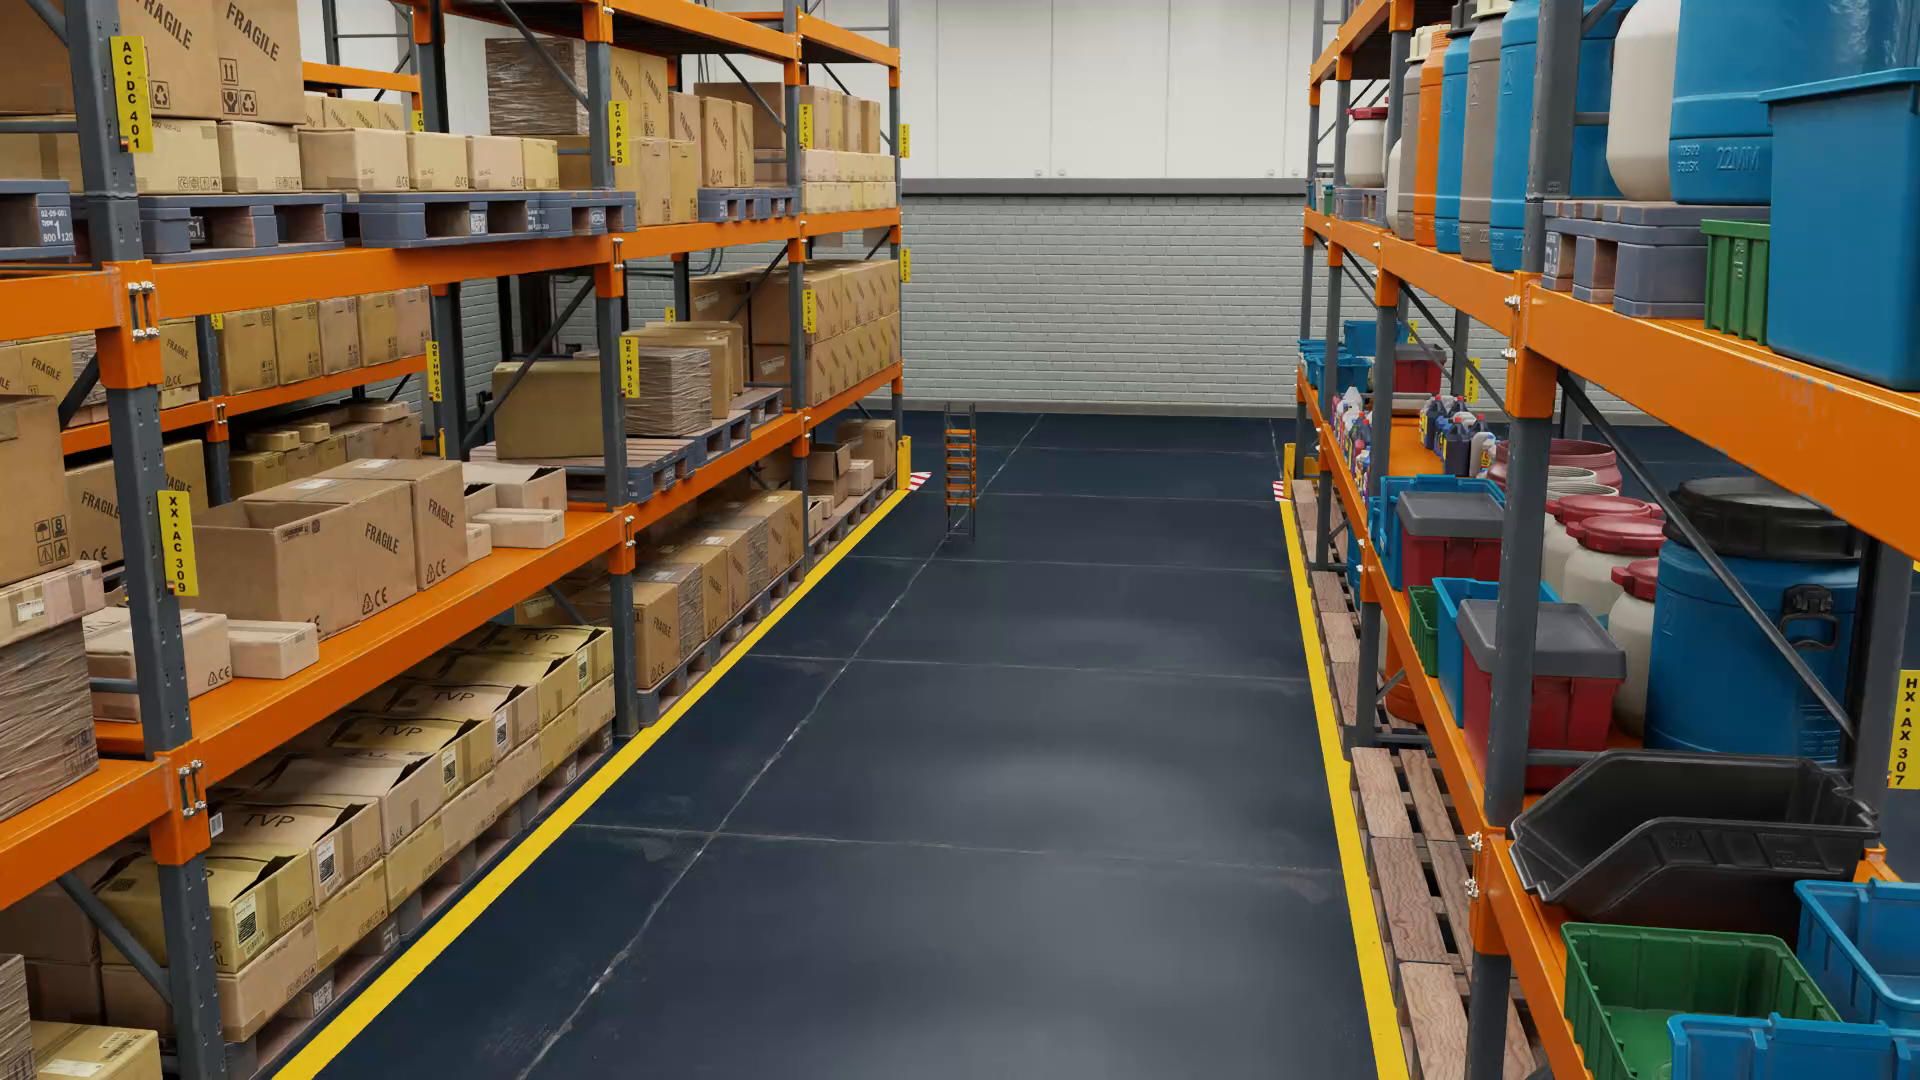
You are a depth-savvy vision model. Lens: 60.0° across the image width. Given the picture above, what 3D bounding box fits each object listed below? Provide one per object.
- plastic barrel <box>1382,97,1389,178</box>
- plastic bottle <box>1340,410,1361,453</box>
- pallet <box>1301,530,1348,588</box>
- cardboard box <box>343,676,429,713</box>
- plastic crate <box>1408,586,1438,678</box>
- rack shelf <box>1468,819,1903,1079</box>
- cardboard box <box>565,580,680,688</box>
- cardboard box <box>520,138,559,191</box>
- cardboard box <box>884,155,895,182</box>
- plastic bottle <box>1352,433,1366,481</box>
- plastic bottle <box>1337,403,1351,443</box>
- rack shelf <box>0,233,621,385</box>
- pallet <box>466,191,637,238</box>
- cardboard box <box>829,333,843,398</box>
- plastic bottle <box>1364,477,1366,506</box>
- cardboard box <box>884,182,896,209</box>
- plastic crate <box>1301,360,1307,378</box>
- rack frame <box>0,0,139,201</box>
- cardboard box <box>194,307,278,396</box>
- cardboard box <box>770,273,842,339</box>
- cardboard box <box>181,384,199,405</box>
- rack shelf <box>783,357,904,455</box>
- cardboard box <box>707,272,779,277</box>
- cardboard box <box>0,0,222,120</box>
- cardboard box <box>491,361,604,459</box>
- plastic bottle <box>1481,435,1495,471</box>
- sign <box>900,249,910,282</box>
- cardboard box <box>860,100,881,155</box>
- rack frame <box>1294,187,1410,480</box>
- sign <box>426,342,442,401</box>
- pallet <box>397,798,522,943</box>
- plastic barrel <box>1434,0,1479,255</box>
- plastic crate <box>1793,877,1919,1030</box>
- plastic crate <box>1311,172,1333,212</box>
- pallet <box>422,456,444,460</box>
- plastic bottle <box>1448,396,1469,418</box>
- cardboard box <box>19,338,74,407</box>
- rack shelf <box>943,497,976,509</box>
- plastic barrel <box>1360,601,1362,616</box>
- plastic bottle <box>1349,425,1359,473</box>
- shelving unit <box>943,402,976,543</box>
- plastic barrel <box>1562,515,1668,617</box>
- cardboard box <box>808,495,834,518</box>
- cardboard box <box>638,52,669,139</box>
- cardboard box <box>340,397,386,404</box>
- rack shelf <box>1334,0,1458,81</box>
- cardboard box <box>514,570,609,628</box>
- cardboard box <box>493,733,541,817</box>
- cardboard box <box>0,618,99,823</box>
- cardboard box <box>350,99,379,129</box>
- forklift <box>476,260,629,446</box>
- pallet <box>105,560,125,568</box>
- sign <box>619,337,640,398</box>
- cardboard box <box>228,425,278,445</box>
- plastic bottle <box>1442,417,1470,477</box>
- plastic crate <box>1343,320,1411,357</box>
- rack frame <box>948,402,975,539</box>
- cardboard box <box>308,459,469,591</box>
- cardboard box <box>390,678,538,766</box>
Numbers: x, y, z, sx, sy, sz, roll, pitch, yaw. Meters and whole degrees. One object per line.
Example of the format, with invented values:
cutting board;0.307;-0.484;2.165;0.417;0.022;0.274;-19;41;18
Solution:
plastic barrel;2.695;-2.328;9.737;0.433;0.535;0.433;0;12;0
plastic bottle;2.597;-0.711;10.969;0.152;0.276;0.135;2;12;9
pallet;3.262;0.160;13.250;1.003;0.211;1.213;2;12;9
cardboard box;-2.846;0.803;7.848;0.500;0.311;0.500;2;12;7
plastic crate;1.945;0.348;6.259;0.450;0.188;0.662;2;12;9
rack shelf;1.649;1.385;2.656;1.077;0.370;4.000;2;12;9
cardboard box;-1.970;0.544;9.738;0.500;0.500;0.500;2;12;11
cardboard box;-2.336;-1.879;8.333;0.500;0.250;0.500;1;12;4
cardboard box;-0.919;-3.565;15.964;0.500;0.250;0.500;2;12;9
plastic bottle;2.388;-0.495;9.947;0.061;0.283;0.133;2;12;9
plastic bottle;2.638;-0.802;11.402;0.097;0.271;0.097;0;12;0
rack shelf;-2.630;-1.076;6.952;1.077;0.370;4.000;2;12;9
pallet;-2.338;-1.607;8.159;1.213;0.211;1.003;2;12;11
cardboard box;-1.284;-1.463;13.924;0.500;0.500;0.500;2;12;10
plastic bottle;2.284;-0.288;9.183;0.097;0.201;0.097;0;12;0
cardboard box;-0.910;-3.320;16.016;0.500;0.250;0.500;2;12;9
plastic crate;3.203;-1.536;14.983;0.250;0.136;0.298;2;12;9
rack frame;-2.937;-2.477;4.629;1.000;3.000;0.127;2;12;9
cardboard box;-6.503;-1.629;14.219;0.980;0.700;0.700;2;12;10
cardboard box;-1.278;-1.944;13.783;0.500;0.500;0.500;1;12;7
cardboard box;-6.375;-1.177;13.384;0.380;0.149;0.250;2;12;9
rack shelf;-1.399;-1.275;14.996;1.077;0.370;4.000;2;12;9
cardboard box;-1.809;-1.968;13.895;0.500;0.500;0.500;2;12;8
cardboard box;-2.803;-1.637;5.427;0.500;0.500;0.500;2;12;9
cardboard box;-2.337;-0.766;9.695;0.700;0.500;0.500;-2;12;-10
plastic bottle;3.180;-0.496;9.982;0.097;0.271;0.097;0;12;0
sign;-0.546;-2.741;16.594;0.100;0.325;0.005;2;12;9
cardboard box;-1.155;-3.939;15.921;0.700;0.500;0.500;2;12;9
rack frame;3.802;-1.881;16.103;1.000;3.000;0.127;2;12;9
sign;-2.860;-0.920;9.083;0.100;0.325;0.005;2;12;9
pallet;-2.677;1.409;7.454;1.003;0.211;1.213;2;12;9
plastic barrel;2.021;-1.480;5.931;0.600;0.901;0.708;2;12;9
plastic crate;2.055;0.928;3.418;0.499;0.251;0.616;2;12;9
plastic crate;3.296;-3.008;14.360;0.504;0.338;0.767;2;12;9
pallet;-6.033;-0.670;17.103;1.003;0.211;1.213;2;12;9
plastic bottle;3.340;-0.784;11.129;0.144;0.351;0.185;2;12;9
cardboard box;-6.650;-1.155;11.740;0.500;0.500;0.500;2;12;10
rack shelf;-0.002;-0.305;14.413;0.258;0.103;0.180;2;12;9
plastic barrel;2.802;0.337;10.719;0.421;0.512;0.421;0;12;0
plastic bottle;2.437;-0.561;10.255;0.061;0.283;0.133;2;12;9
shelving unit;-0.002;-0.584;14.353;0.258;1.200;0.189;2;12;9
plastic barrel;2.433;0.205;6.098;0.433;0.535;0.433;0;12;0
cardboard box;-1.305;-0.301;14.450;0.380;0.166;0.250;2;12;9
cardboard box;-2.092;-2.684;10.098;0.500;0.500;0.500;2;12;9
cardboard box;-6.174;-1.386;17.203;0.380;0.149;0.250;2;12;9
rack shelf;2.879;-3.018;9.794;1.077;0.370;4.000;2;12;9
cardboard box;-2.410;0.427;10.280;0.500;0.500;0.500;2;12;11
cardboard box;-2.318;1.091;7.841;0.500;0.250;0.500;2;12;10
cardboard box;-2.999;0.499;4.821;0.700;0.500;0.500;2;12;7
cardboard box;-5.918;-3.951;15.929;0.500;0.500;0.500;2;12;10
forklift;-3.418;-1.365;13.871;1.130;2.935;3.031;3;12;12
pallet;-6.646;0.156;13.266;1.003;0.211;1.213;2;12;9
sign;-1.773;-0.926;8.922;0.100;0.325;0.005;2;12;9
cardboard box;-6.486;-0.963;15.241;0.380;0.149;0.250;1;12;7
plastic bottle;3.028;-0.570;10.137;0.144;0.351;0.185;2;12;9
plastic crate;3.935;-1.852;15.742;0.616;0.435;0.499;2;12;9
rack frame;0.012;-0.603;14.441;0.240;1.200;0.006;2;12;9
cardboard box;-2.564;-0.076;7.491;0.500;0.500;0.500;1;12;6
cardboard box;-2.313;0.818;7.778;0.500;0.311;0.500;2;12;8
